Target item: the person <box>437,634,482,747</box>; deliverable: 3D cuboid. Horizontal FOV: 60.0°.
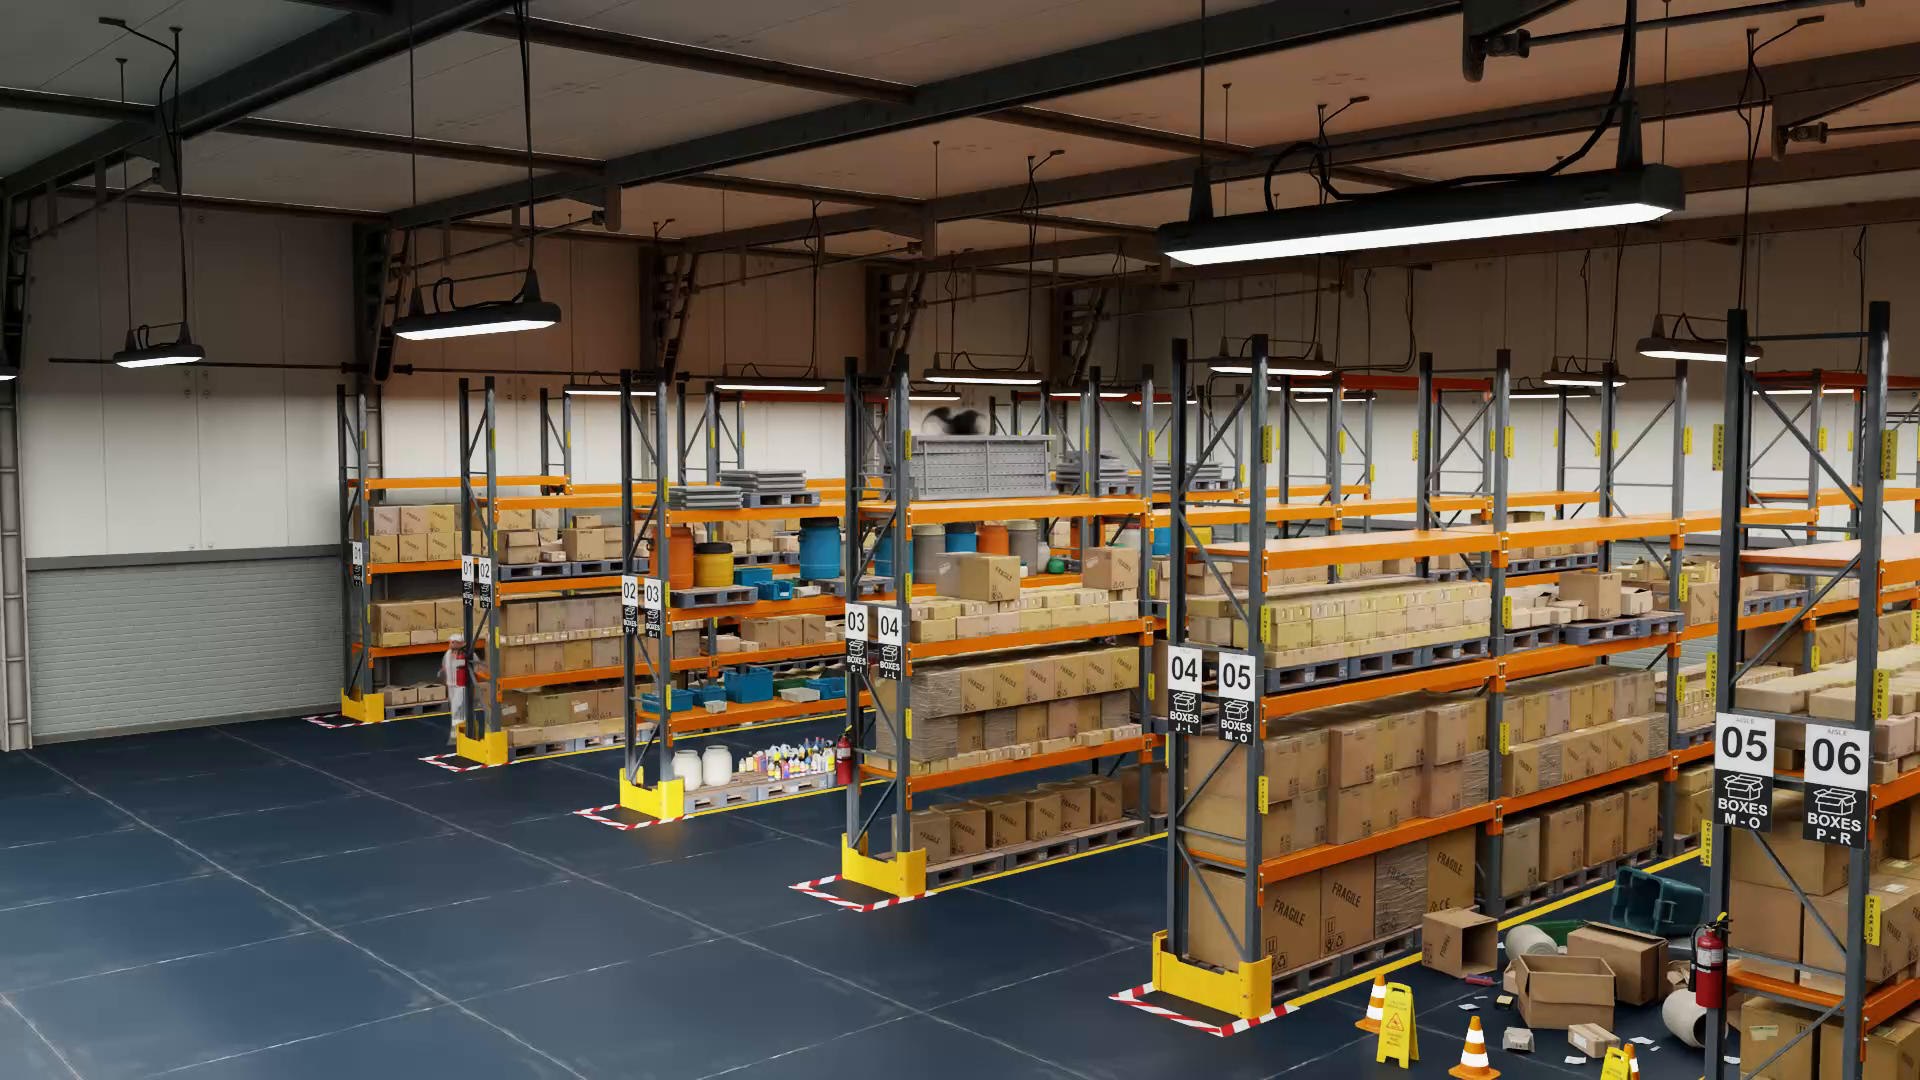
[{"bbox_3d":[-8.293,2.466,27.561,0.681,1.852,0.807,2,4,28],"label":"person"}]
